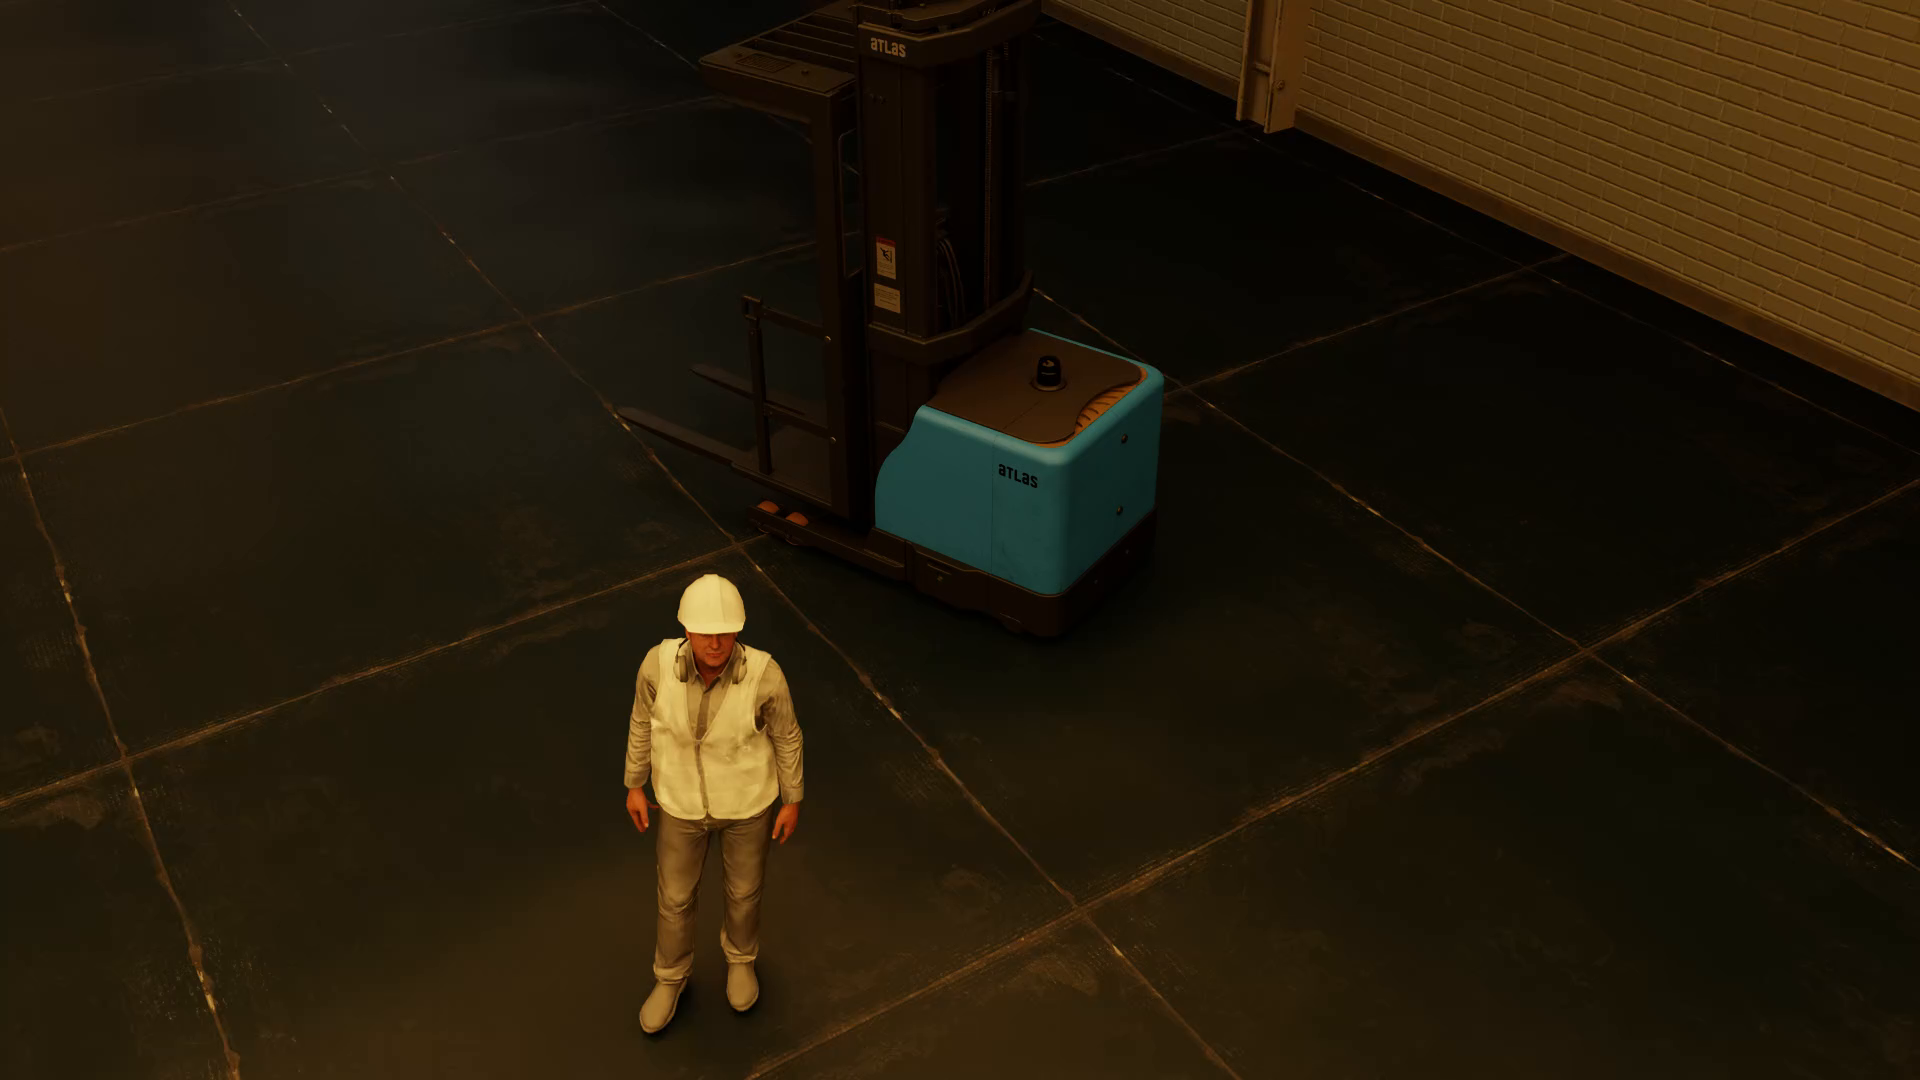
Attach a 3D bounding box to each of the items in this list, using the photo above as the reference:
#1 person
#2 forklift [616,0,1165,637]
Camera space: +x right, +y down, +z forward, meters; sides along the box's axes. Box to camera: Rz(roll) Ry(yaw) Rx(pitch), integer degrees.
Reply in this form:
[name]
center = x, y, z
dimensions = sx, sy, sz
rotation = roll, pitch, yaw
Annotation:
[person]
center = -0.865, 0.937, 5.807
dimensions = 0.632, 1.773, 0.569
rotation = 1, 35, 2
[forklift]
center = -0.500, -1.399, 8.138
dimensions = 3.031, 2.935, 1.130
rotation = 22, 41, 28
